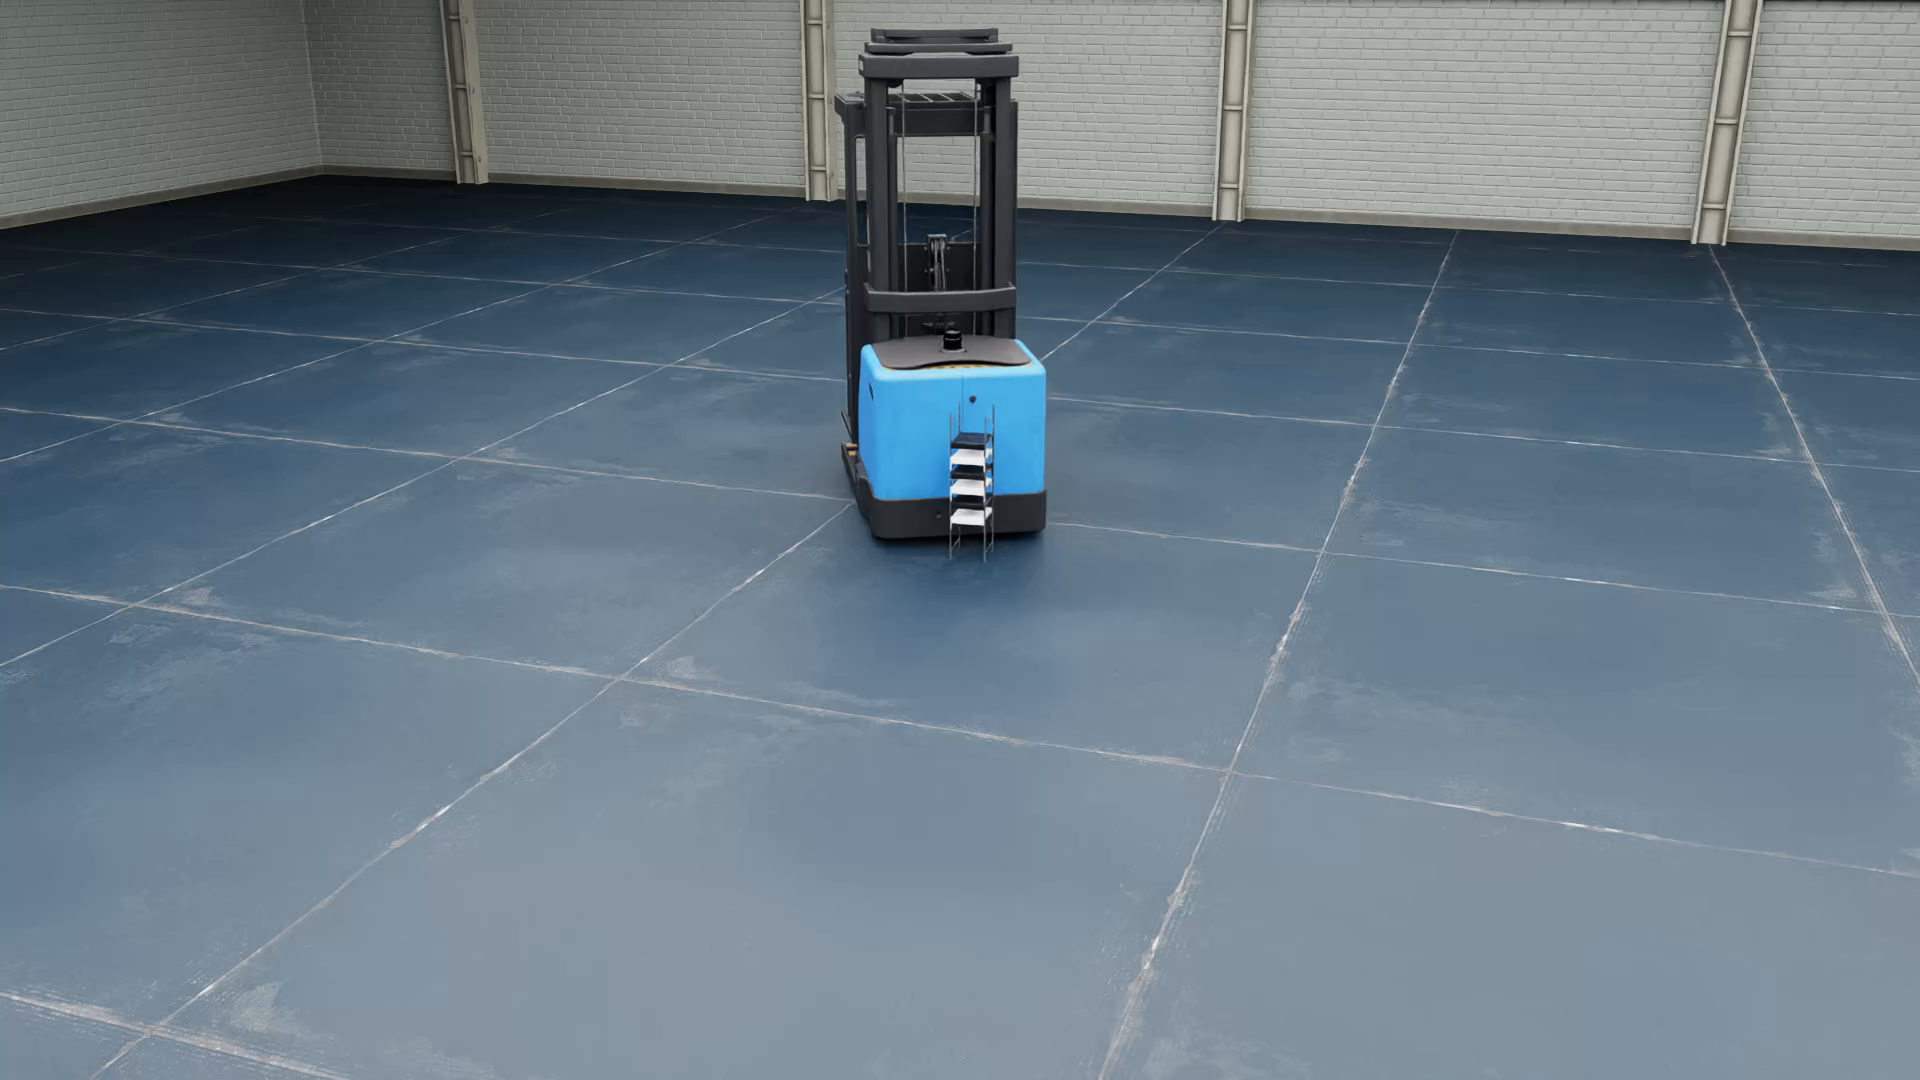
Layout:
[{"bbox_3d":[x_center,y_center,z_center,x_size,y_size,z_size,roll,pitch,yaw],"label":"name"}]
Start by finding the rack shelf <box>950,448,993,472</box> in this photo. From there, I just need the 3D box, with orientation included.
[{"bbox_3d":[0.071,-0.470,9.611,0.200,0.077,0.258,4,20,13],"label":"rack shelf"}]

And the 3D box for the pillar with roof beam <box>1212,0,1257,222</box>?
[{"bbox_3d":[2.230,-7.263,17.242,0.400,9.000,9.100,7,20,18],"label":"pillar with roof beam"}]

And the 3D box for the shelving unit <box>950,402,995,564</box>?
[{"bbox_3d":[0.071,-0.331,9.659,0.210,0.900,0.258,4,20,13],"label":"shelving unit"}]

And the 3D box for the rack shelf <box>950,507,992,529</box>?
[{"bbox_3d":[0.071,-0.130,9.729,0.200,0.077,0.258,4,20,13],"label":"rack shelf"}]

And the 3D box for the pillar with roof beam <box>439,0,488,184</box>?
[{"bbox_3d":[-9.106,-8.560,20.960,0.400,9.000,9.100,7,20,18],"label":"pillar with roof beam"}]

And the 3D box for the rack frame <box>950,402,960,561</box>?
[{"bbox_3d":[-0.028,-0.339,9.681,0.006,0.900,0.240,4,20,13],"label":"rack frame"}]

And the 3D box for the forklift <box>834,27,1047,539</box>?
[{"bbox_3d":[-0.220,-1.838,10.897,1.130,2.935,3.031,-3,19,-9],"label":"forklift"}]

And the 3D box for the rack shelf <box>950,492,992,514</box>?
[{"bbox_3d":[0.071,-0.215,9.699,0.200,0.077,0.258,4,20,13],"label":"rack shelf"}]

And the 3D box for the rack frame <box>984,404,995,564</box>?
[{"bbox_3d":[0.169,-0.323,9.637,0.006,0.900,0.240,4,20,13],"label":"rack frame"}]

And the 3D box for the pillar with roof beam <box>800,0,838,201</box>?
[{"bbox_3d":[-3.438,-7.911,19.101,0.400,9.000,9.100,7,20,18],"label":"pillar with roof beam"}]

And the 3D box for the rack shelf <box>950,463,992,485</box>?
[{"bbox_3d":[0.071,-0.385,9.640,0.200,0.077,0.258,4,20,13],"label":"rack shelf"}]

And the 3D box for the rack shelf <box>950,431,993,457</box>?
[{"bbox_3d":[0.071,-0.555,9.581,0.200,0.077,0.258,4,20,13],"label":"rack shelf"}]

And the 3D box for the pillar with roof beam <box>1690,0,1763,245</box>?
[{"bbox_3d":[7.898,-6.615,15.383,0.400,9.000,9.100,7,20,18],"label":"pillar with roof beam"}]

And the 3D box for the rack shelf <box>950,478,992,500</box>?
[{"bbox_3d":[0.071,-0.300,9.670,0.200,0.077,0.258,4,20,13],"label":"rack shelf"}]
